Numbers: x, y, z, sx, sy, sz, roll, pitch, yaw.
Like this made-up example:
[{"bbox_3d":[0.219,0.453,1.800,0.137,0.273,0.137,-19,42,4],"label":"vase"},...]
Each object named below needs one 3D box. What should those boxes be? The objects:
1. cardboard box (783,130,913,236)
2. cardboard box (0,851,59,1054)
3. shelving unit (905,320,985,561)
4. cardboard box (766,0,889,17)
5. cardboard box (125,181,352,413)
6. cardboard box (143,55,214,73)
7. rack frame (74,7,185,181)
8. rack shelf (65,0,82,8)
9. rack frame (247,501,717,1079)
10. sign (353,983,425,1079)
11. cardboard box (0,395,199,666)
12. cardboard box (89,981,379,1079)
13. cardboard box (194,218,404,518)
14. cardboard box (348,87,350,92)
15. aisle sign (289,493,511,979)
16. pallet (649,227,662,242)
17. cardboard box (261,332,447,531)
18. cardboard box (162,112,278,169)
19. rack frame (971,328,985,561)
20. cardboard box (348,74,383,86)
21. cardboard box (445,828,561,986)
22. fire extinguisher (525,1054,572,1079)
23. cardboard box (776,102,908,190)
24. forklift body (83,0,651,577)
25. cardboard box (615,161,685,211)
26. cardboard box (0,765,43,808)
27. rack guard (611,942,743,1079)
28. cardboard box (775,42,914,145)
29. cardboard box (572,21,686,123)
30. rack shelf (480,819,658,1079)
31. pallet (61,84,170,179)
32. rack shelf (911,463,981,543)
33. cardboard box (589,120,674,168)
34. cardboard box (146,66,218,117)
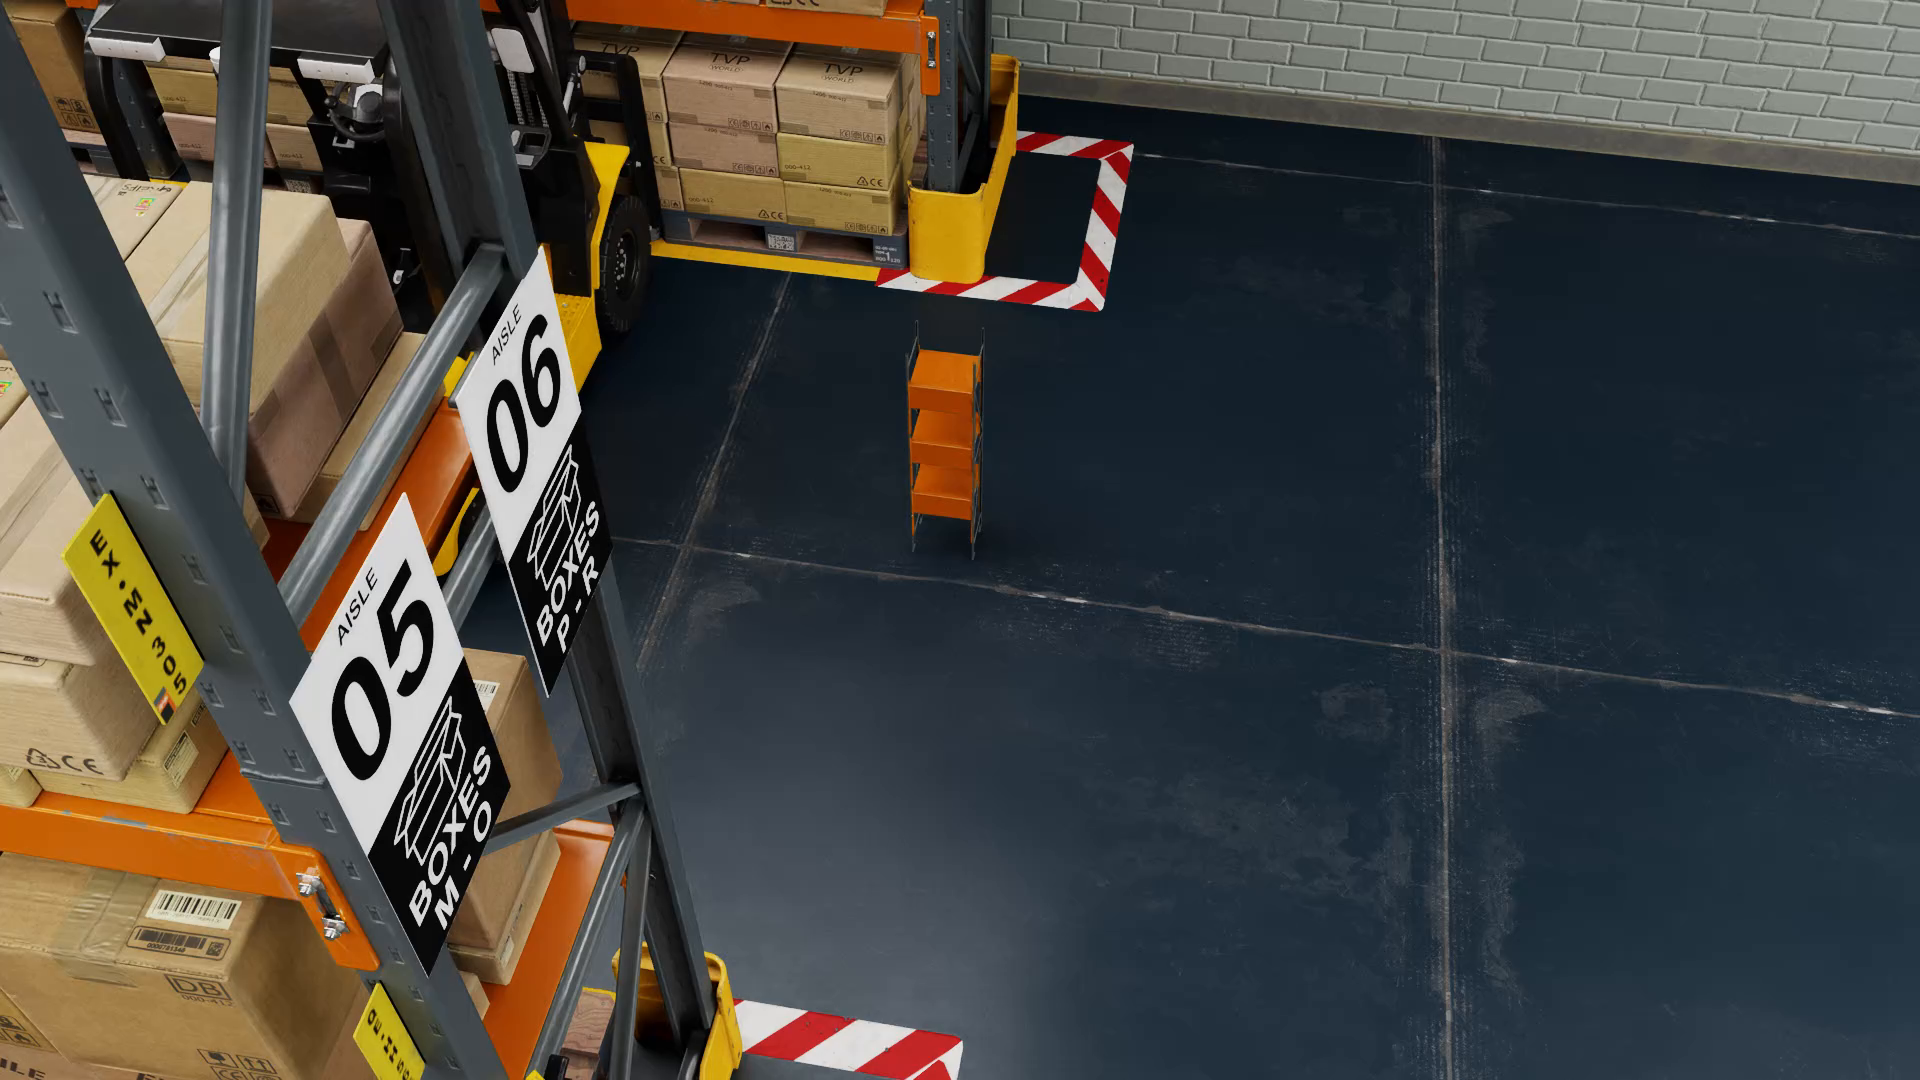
[{"bbox_3d":[-0.517,-1.701,7.800,0.500,0.250,0.500,8,49,7],"label":"cardboard box"},{"bbox_3d":[-1.915,0.537,3.283,0.500,0.500,0.700,8,49,7],"label":"cardboard box"},{"bbox_3d":[-0.053,-0.358,6.338,0.252,1.050,0.215,8,49,7],"label":"shelving unit"},{"bbox_3d":[-0.529,-2.555,6.934,0.500,0.500,0.500,7,48,6],"label":"cardboard box"},{"bbox_3d":[-1.191,-0.397,2.678,0.250,0.149,0.380,7,48,7],"label":"cardboard box"},{"bbox_3d":[-3.514,-2.440,7.792,0.500,0.250,0.500,7,48,6],"label":"cardboard box"},{"bbox_3d":[-3.934,-3.178,7.561,0.127,3.000,1.000,8,49,7],"label":"rack frame"},{"bbox_3d":[-5.902,-3.202,8.066,4.000,0.370,1.077,8,49,7],"label":"rack shelf"},{"bbox_3d":[-0.877,0.985,3.821,0.127,3.000,1.000,8,49,7],"label":"rack frame"},{"bbox_3d":[-0.996,0.896,2.910,0.005,0.325,0.100,8,49,7],"label":"sign"},{"bbox_3d":[-1.262,-0.029,2.348,0.250,0.149,0.380,8,49,7],"label":"cardboard box"},{"bbox_3d":[-1.460,0.982,3.556,0.500,0.500,0.500,7,48,6],"label":"cardboard box"},{"bbox_3d":[-1.325,-0.329,2.885,0.500,0.250,0.500,7,48,6],"label":"cardboard box"},{"bbox_3d":[-2.525,-2.137,7.855,0.500,0.250,0.500,7,48,7],"label":"cardboard box"},{"bbox_3d":[-0.868,0.336,2.655,0.004,0.787,0.394,8,49,7],"label":"aisle sign"},{"bbox_3d":[-1.955,-1.951,8.333,1.213,0.211,1.003,8,49,7],"label":"pallet"},{"bbox_3d":[-1.146,-0.215,3.051,0.250,0.149,0.380,8,49,7],"label":"cardboard box"},{"bbox_3d":[-3.517,-2.093,8.152,0.500,0.250,0.500,8,49,7],"label":"cardboard box"},{"bbox_3d":[0.067,-0.342,6.323,0.008,1.050,0.200,8,49,7],"label":"rack frame"},{"bbox_3d":[-2.521,-2.308,7.673,0.500,0.250,0.500,9,49,8],"label":"cardboard box"},{"bbox_3d":[-1.175,0.872,4.091,0.250,0.149,0.380,8,49,7],"label":"cardboard box"},{"bbox_3d":[-0.846,1.363,3.533,0.183,0.674,0.296,8,49,7],"label":"fire extinguisher"},{"bbox_3d":[-0.533,-1.873,7.619,0.500,0.250,0.500,7,48,6],"label":"cardboard box"},{"bbox_3d":[-2.189,-1.281,6.427,1.214,2.155,2.313,8,49,7],"label":"forklift body"},{"bbox_3d":[-1.495,-1.847,7.931,0.500,0.250,0.500,8,49,7],"label":"cardboard box"},{"bbox_3d":[-1.529,0.215,2.665,0.250,0.149,0.380,8,49,7],"label":"cardboard box"},{"bbox_3d":[-0.952,1.810,4.759,0.348,0.500,1.175,8,49,7],"label":"rack guard"},{"bbox_3d":[-0.507,-2.037,7.430,0.500,0.250,0.500,9,49,8],"label":"cardboard box"},{"bbox_3d":[-1.508,-2.160,7.540,0.500,0.250,0.500,8,49,7],"label":"cardboard box"},{"bbox_3d":[-2.845,0.961,4.326,4.000,0.370,1.077,8,49,7],"label":"rack shelf"},{"bbox_3d":[-4.666,-2.315,8.660,1.213,0.211,1.003,8,49,7],"label":"pallet"},{"bbox_3d":[-0.053,-0.165,6.552,0.240,0.259,0.215,8,49,7],"label":"rack shelf"},{"bbox_3d":[-1.536,-2.000,7.733,0.500,0.250,0.500,7,48,6],"label":"cardboard box"},{"bbox_3d":[-3.513,-2.277,7.981,0.500,0.250,0.500,7,48,7],"label":"cardboard box"}]
